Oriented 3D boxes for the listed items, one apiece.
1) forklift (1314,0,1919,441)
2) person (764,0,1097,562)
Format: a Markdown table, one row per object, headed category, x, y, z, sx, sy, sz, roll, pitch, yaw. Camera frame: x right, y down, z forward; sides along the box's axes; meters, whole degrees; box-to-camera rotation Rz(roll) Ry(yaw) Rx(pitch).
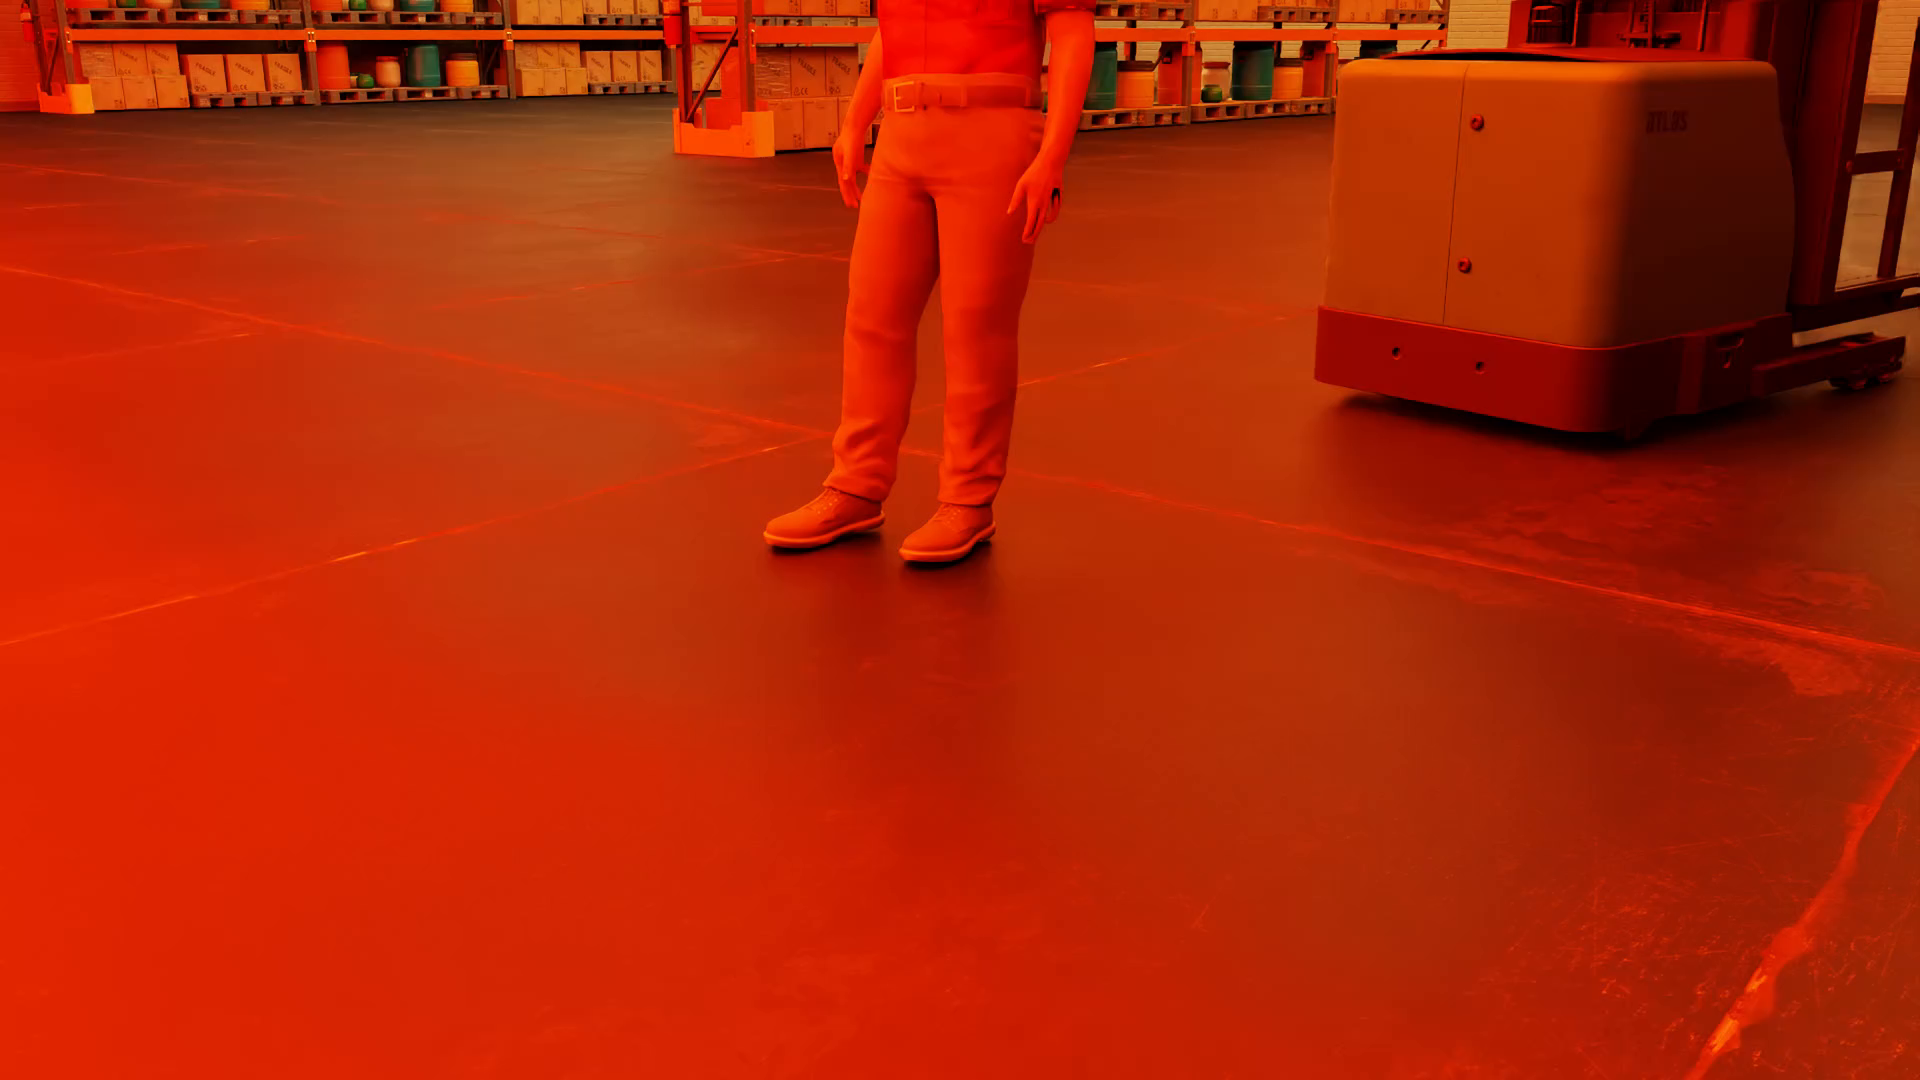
| category | x | y | z | sx | sy | sz | roll | pitch | yaw |
| --- | --- | --- | --- | --- | --- | --- | --- | --- | --- |
| forklift | 2.627 | -2.015 | 5.532 | 3.031 | 2.935 | 1.130 | -13 | 21 | -36 |
| person | -0.066 | -0.817 | 3.629 | 0.641 | 1.728 | 0.550 | 13 | 21 | 37 |
